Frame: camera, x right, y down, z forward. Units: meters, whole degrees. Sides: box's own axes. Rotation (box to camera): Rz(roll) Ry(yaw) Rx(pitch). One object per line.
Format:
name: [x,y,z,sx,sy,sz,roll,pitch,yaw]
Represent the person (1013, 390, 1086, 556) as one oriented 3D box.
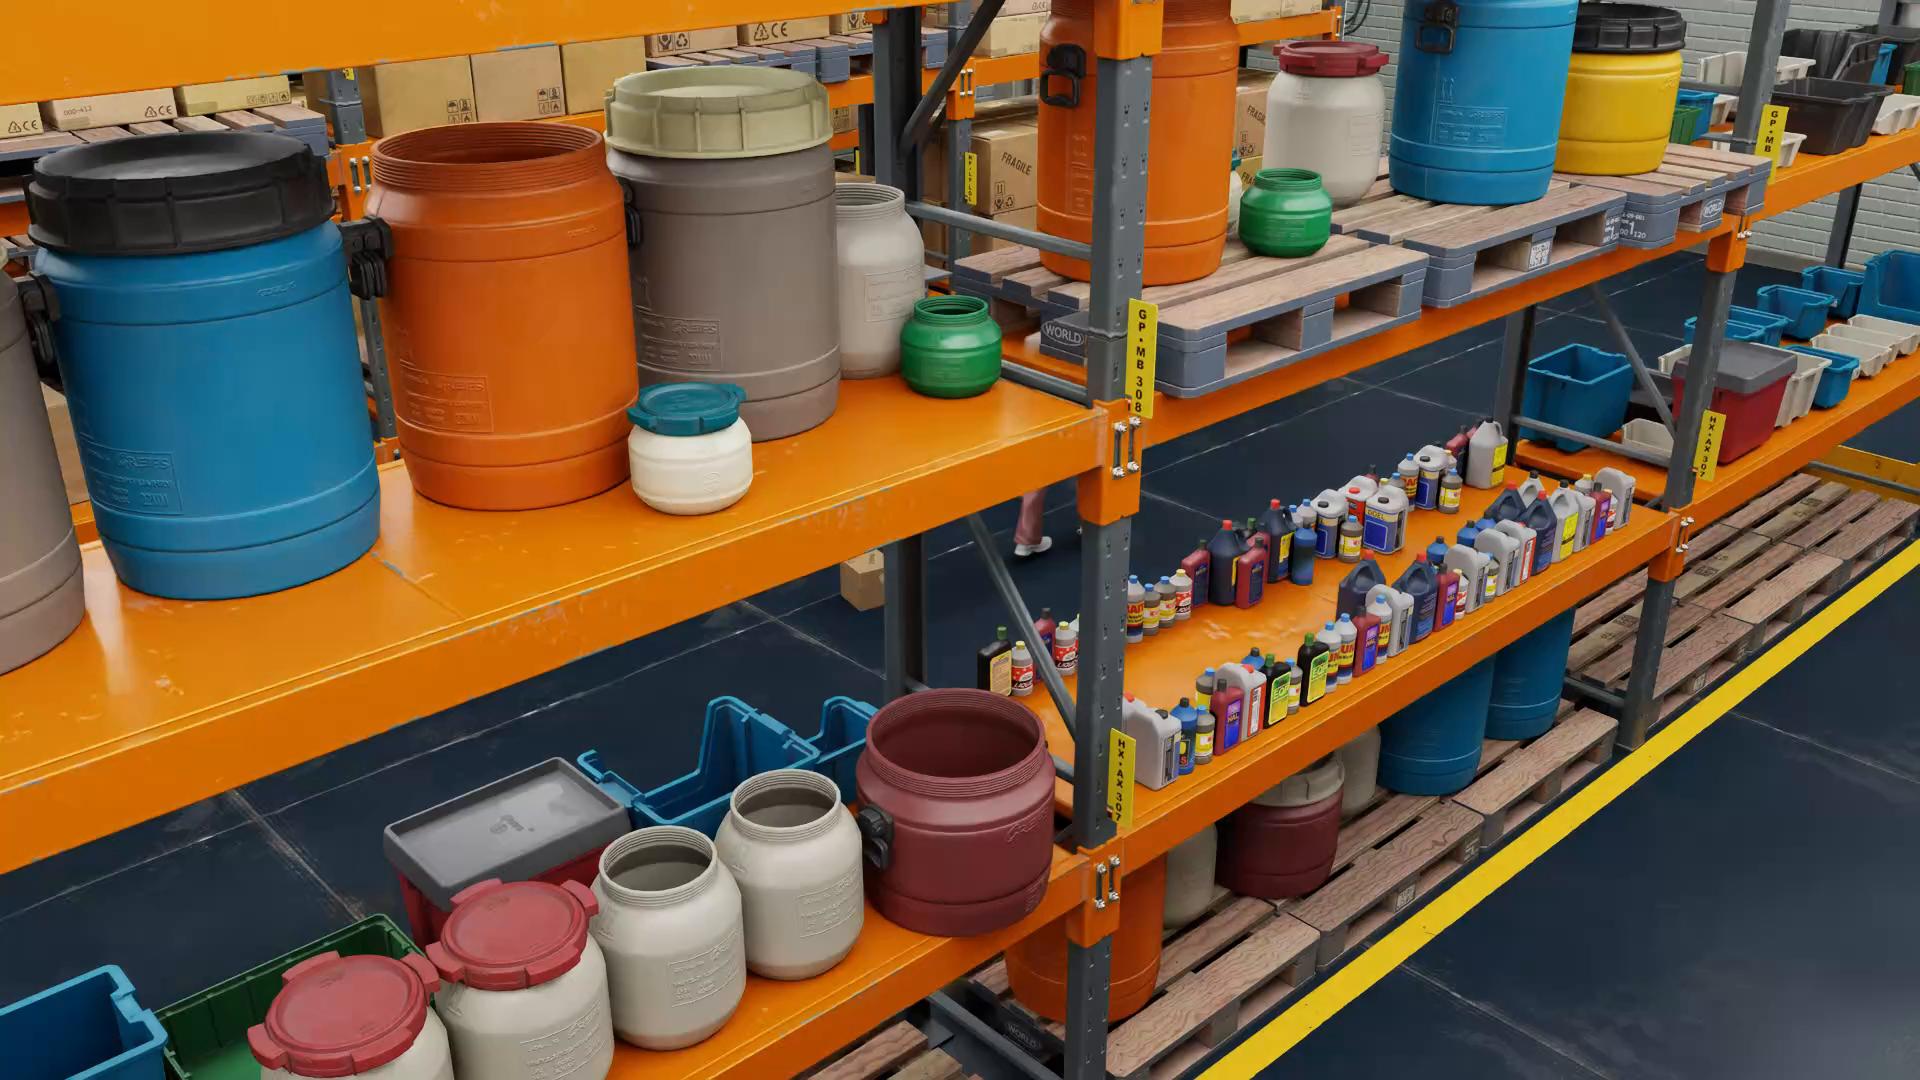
person: [0.666,-0.719,10.197,0.525,1.680,0.825,21,32,38]
